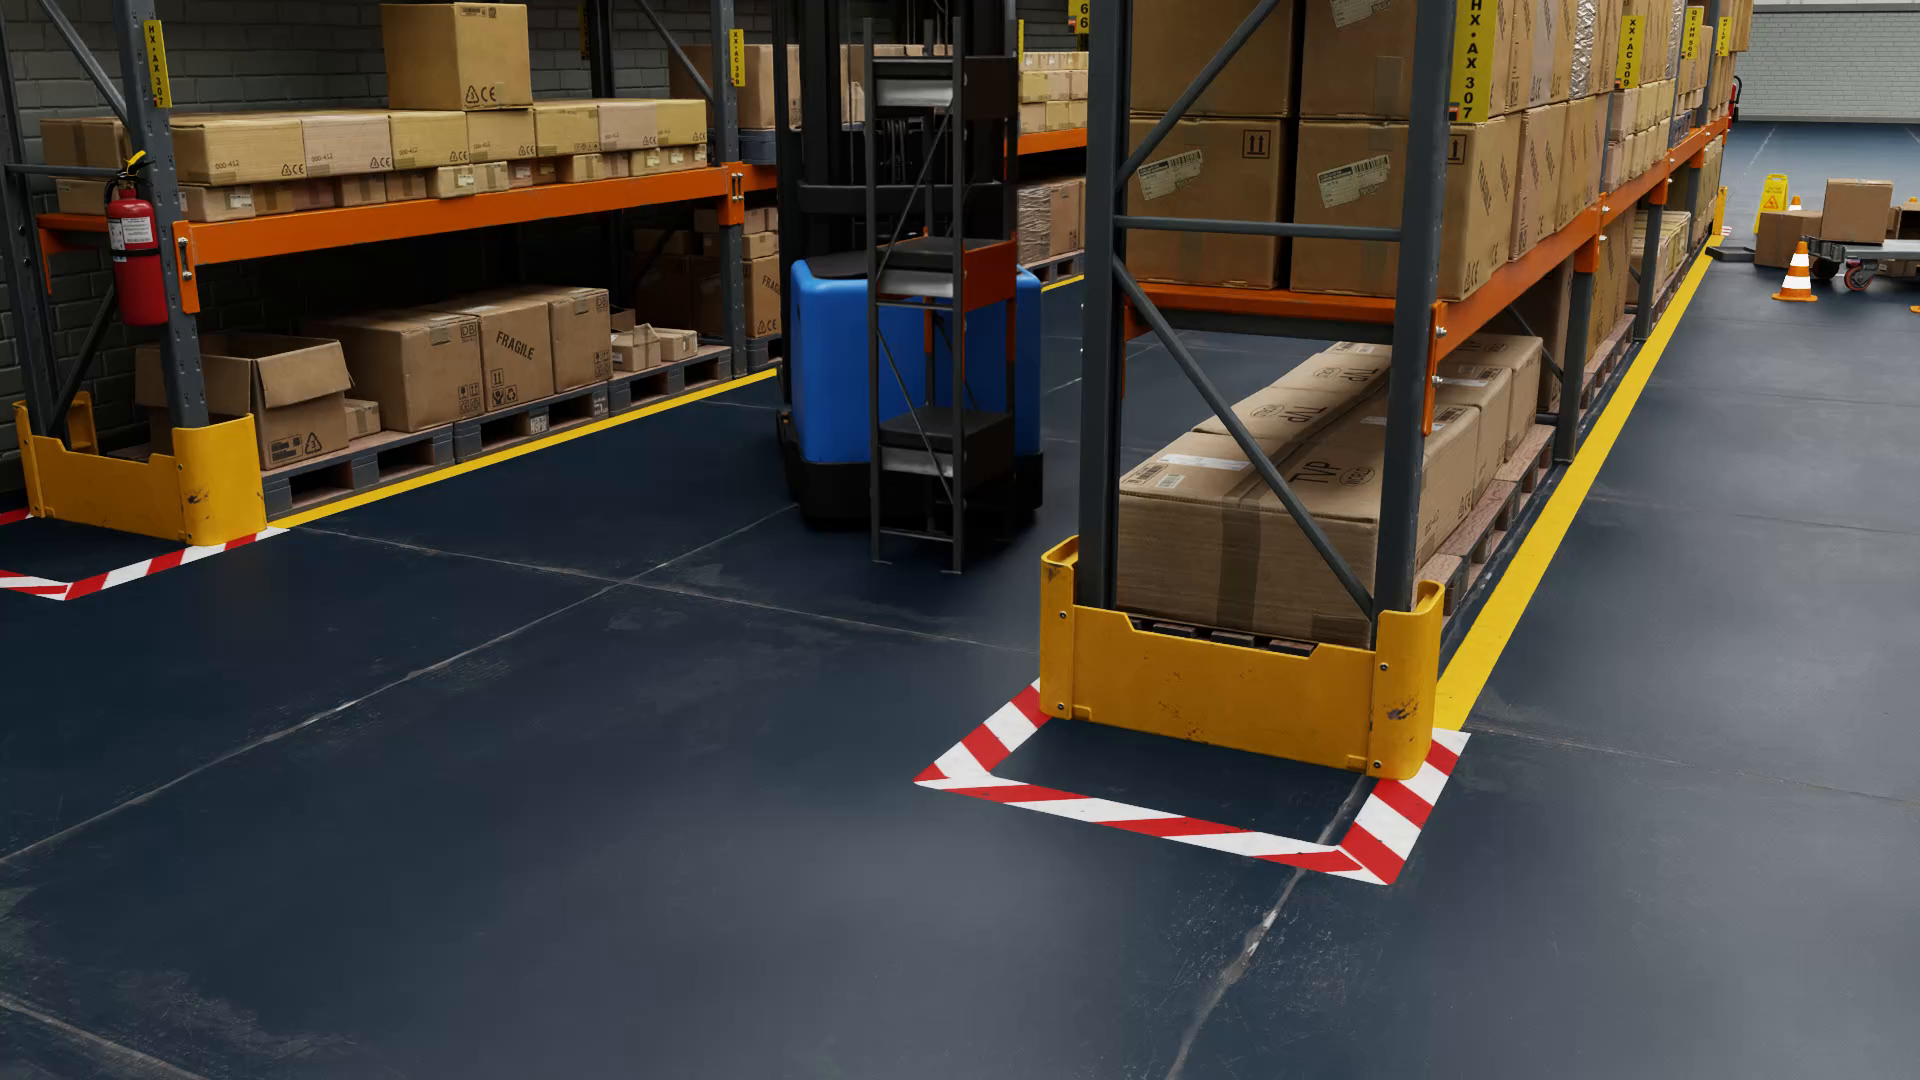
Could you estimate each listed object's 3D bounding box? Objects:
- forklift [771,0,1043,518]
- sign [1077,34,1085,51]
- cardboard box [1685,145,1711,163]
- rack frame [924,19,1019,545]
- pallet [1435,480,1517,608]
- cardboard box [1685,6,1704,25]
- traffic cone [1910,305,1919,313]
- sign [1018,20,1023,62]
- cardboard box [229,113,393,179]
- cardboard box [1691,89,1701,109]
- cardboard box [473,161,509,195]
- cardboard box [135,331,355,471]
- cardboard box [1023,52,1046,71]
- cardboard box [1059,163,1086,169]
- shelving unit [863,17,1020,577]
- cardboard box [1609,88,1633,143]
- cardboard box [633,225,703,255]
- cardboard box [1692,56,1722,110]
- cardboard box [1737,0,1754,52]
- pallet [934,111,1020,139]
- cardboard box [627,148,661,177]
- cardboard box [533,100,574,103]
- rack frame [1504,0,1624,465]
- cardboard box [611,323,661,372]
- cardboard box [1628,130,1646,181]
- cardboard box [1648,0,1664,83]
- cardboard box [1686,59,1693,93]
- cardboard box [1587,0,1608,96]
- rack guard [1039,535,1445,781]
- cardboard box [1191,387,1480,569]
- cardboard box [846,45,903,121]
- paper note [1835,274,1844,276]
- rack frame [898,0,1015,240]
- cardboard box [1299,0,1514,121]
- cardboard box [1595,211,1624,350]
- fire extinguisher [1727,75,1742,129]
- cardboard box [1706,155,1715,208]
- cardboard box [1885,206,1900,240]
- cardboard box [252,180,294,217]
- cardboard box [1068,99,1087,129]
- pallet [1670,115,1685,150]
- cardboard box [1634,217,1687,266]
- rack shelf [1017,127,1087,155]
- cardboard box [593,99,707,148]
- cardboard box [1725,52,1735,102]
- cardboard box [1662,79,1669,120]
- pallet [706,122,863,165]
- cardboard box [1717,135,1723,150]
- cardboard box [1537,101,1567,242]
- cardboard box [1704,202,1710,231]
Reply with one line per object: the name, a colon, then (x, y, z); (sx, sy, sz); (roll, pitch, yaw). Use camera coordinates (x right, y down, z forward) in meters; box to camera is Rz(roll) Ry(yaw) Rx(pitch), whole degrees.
forklift: (-0.371, -1.872, 8.180); (1.130, 2.935, 3.031); (-2, 17, -8)
sign: (1.260, -5.082, 17.207); (0.100, 0.325, 0.005); (8, 18, 25)
cardboard box: (6.814, -3.622, 15.587); (0.380, 0.149, 0.250); (8, 18, 26)
rack frame: (0.042, -1.014, 6.751); (0.400, 2.100, 0.015); (8, 18, 25)
pallet: (1.671, -0.058, 6.850); (1.003, 0.211, 1.213); (8, 18, 25)
cardboard box: (5.797, -4.235, 13.439); (0.380, 0.149, 0.250); (7, 18, 23)
traffic cone: (7.663, -2.017, 13.004); (0.336, 0.463, 0.334); (8, 18, 25)
sign: (0.459, -3.991, 13.297); (0.100, 0.325, 0.005); (8, 18, 25)
cardboard box: (-2.936, -1.783, 7.500); (0.500, 0.250, 0.500); (8, 18, 26)
cardboard box: (5.889, -3.643, 13.724); (0.380, 0.149, 0.250); (8, 18, 26)
cardboard box: (-2.493, -1.822, 8.333); (0.380, 0.149, 0.250); (9, 19, 27)
cardboard box: (-3.247, -0.651, 7.594); (0.797, 0.503, 0.637); (7, 18, 23)
cardboard box: (0.494, -4.011, 13.945); (0.380, 0.149, 0.250); (9, 19, 27)
cardboard box: (1.534, -3.488, 16.932); (0.875, 0.625, 0.625); (9, 19, 28)
shelving unit: (-0.065, -0.952, 6.541); (0.431, 2.100, 0.503); (8, 18, 25)
cardboard box: (3.074, -2.135, 8.329); (0.500, 0.250, 0.500); (8, 18, 24)
cardboard box: (-1.911, -1.966, 10.888); (0.380, 0.149, 0.250); (7, 18, 23)
cardboard box: (6.645, -4.196, 15.184); (0.500, 0.500, 0.500); (8, 18, 25)
cardboard box: (7.585, -5.188, 16.770); (0.700, 0.500, 0.500); (8, 18, 25)
pallet: (-0.270, -3.267, 13.091); (1.213, 0.211, 1.003); (8, 18, 25)
cardboard box: (-1.926, -2.149, 9.433); (0.380, 0.149, 0.250); (9, 19, 27)
cardboard box: (-2.498, -2.372, 9.482); (0.500, 0.250, 0.500); (8, 18, 25)
rack frame: (2.625, -1.891, 8.122); (1.000, 3.000, 0.127); (8, 18, 25)
cardboard box: (-1.963, -1.142, 9.665); (0.396, 0.266, 0.258); (9, 19, 27)
cardboard box: (3.531, -2.158, 9.285); (0.500, 0.250, 0.500); (8, 18, 25)
cardboard box: (3.733, -2.886, 9.543); (0.500, 0.500, 0.500); (8, 18, 24)
cardboard box: (5.278, -3.656, 12.631); (0.500, 0.500, 0.500); (8, 19, 26)
cardboard box: (2.427, -2.134, 7.011); (0.500, 0.500, 0.500); (8, 18, 25)
rack guard: (0.827, 0.333, 5.027); (1.175, 0.500, 0.348); (8, 18, 25)
cardboard box: (1.444, -0.260, 6.394); (0.875, 0.438, 0.875); (9, 19, 27)
cardboard box: (-0.819, -3.197, 11.607); (0.700, 0.500, 0.500); (8, 18, 25)
paper note: (7.962, -2.423, 15.129); (0.148, 0.019, 0.142); (8, 18, 25)
rack frame: (-0.030, -3.540, 13.675); (1.000, 3.000, 0.127); (8, 18, 25)
cardboard box: (1.307, -1.485, 4.825); (0.500, 0.500, 0.500); (8, 18, 24)
cardboard box: (3.627, -1.700, 10.475); (0.875, 0.875, 0.875); (8, 18, 26)
fire extinguisher: (8.450, -4.881, 18.325); (0.296, 0.674, 0.183); (8, 18, 25)
cardboard box: (7.166, -3.557, 16.506); (0.500, 0.500, 0.500); (9, 19, 28)
cardboard box: (9.467, -2.981, 16.178); (0.797, 0.503, 0.637); (-4, 17, -13)
cardboard box: (-3.140, -1.501, 7.253); (0.380, 0.149, 0.250); (9, 19, 27)
cardboard box: (0.840, -3.810, 14.846); (0.500, 0.250, 0.500); (7, 18, 24)
pallet: (4.635, -3.013, 12.236); (1.213, 0.211, 1.003); (8, 18, 25)
cardboard box: (5.649, -2.553, 14.228); (0.950, 0.372, 0.625); (9, 19, 29)
rack shelf: (0.863, -3.705, 15.493); (1.077, 0.370, 4.000); (8, 18, 25)
cardboard box: (-1.827, -2.431, 9.683); (0.500, 0.250, 0.500); (9, 19, 27)
cardboard box: (7.763, -4.838, 17.345); (0.500, 0.500, 0.500); (8, 18, 25)
cardboard box: (4.197, -2.791, 10.537); (0.500, 0.250, 0.500); (8, 18, 24)
pallet: (-1.363, -2.619, 10.911); (1.003, 0.211, 1.213); (8, 18, 25)
cardboard box: (7.758, -4.162, 17.403); (0.380, 0.149, 0.250); (9, 19, 27)
cardboard box: (1.962, -1.395, 6.277); (0.500, 0.500, 0.500); (9, 19, 27)
cardboard box: (7.399, -3.325, 17.044); (0.500, 0.250, 0.500); (7, 18, 23)
